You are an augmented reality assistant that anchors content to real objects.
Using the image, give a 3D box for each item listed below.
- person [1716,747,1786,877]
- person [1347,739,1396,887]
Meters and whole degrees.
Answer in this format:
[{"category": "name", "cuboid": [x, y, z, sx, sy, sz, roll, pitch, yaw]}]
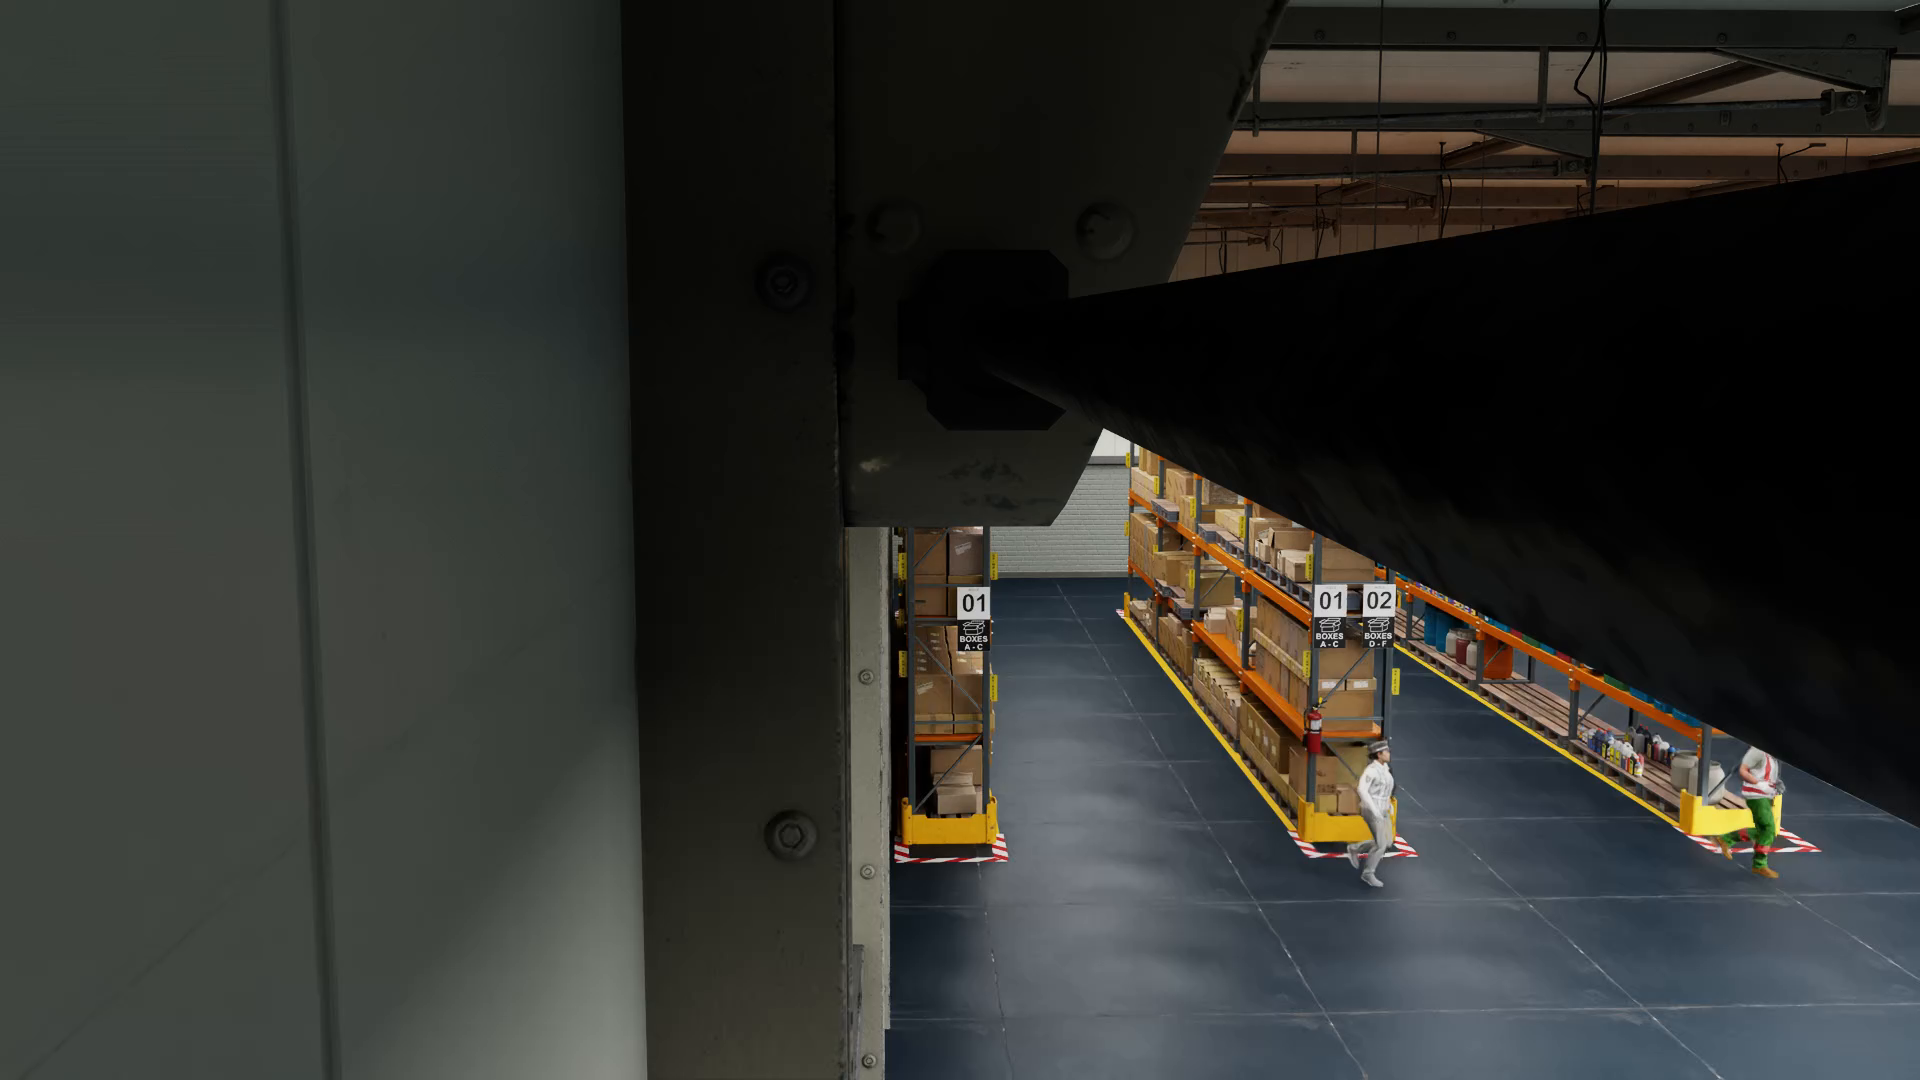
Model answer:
[{"category": "person", "cuboid": [9.305, 2.998, 19.474, 0.741, 1.741, 0.701, 7, 10, 44]}, {"category": "person", "cuboid": [4.747, 3.103, 19.121, 0.508, 1.652, 0.662, 6, 9, 38]}]
